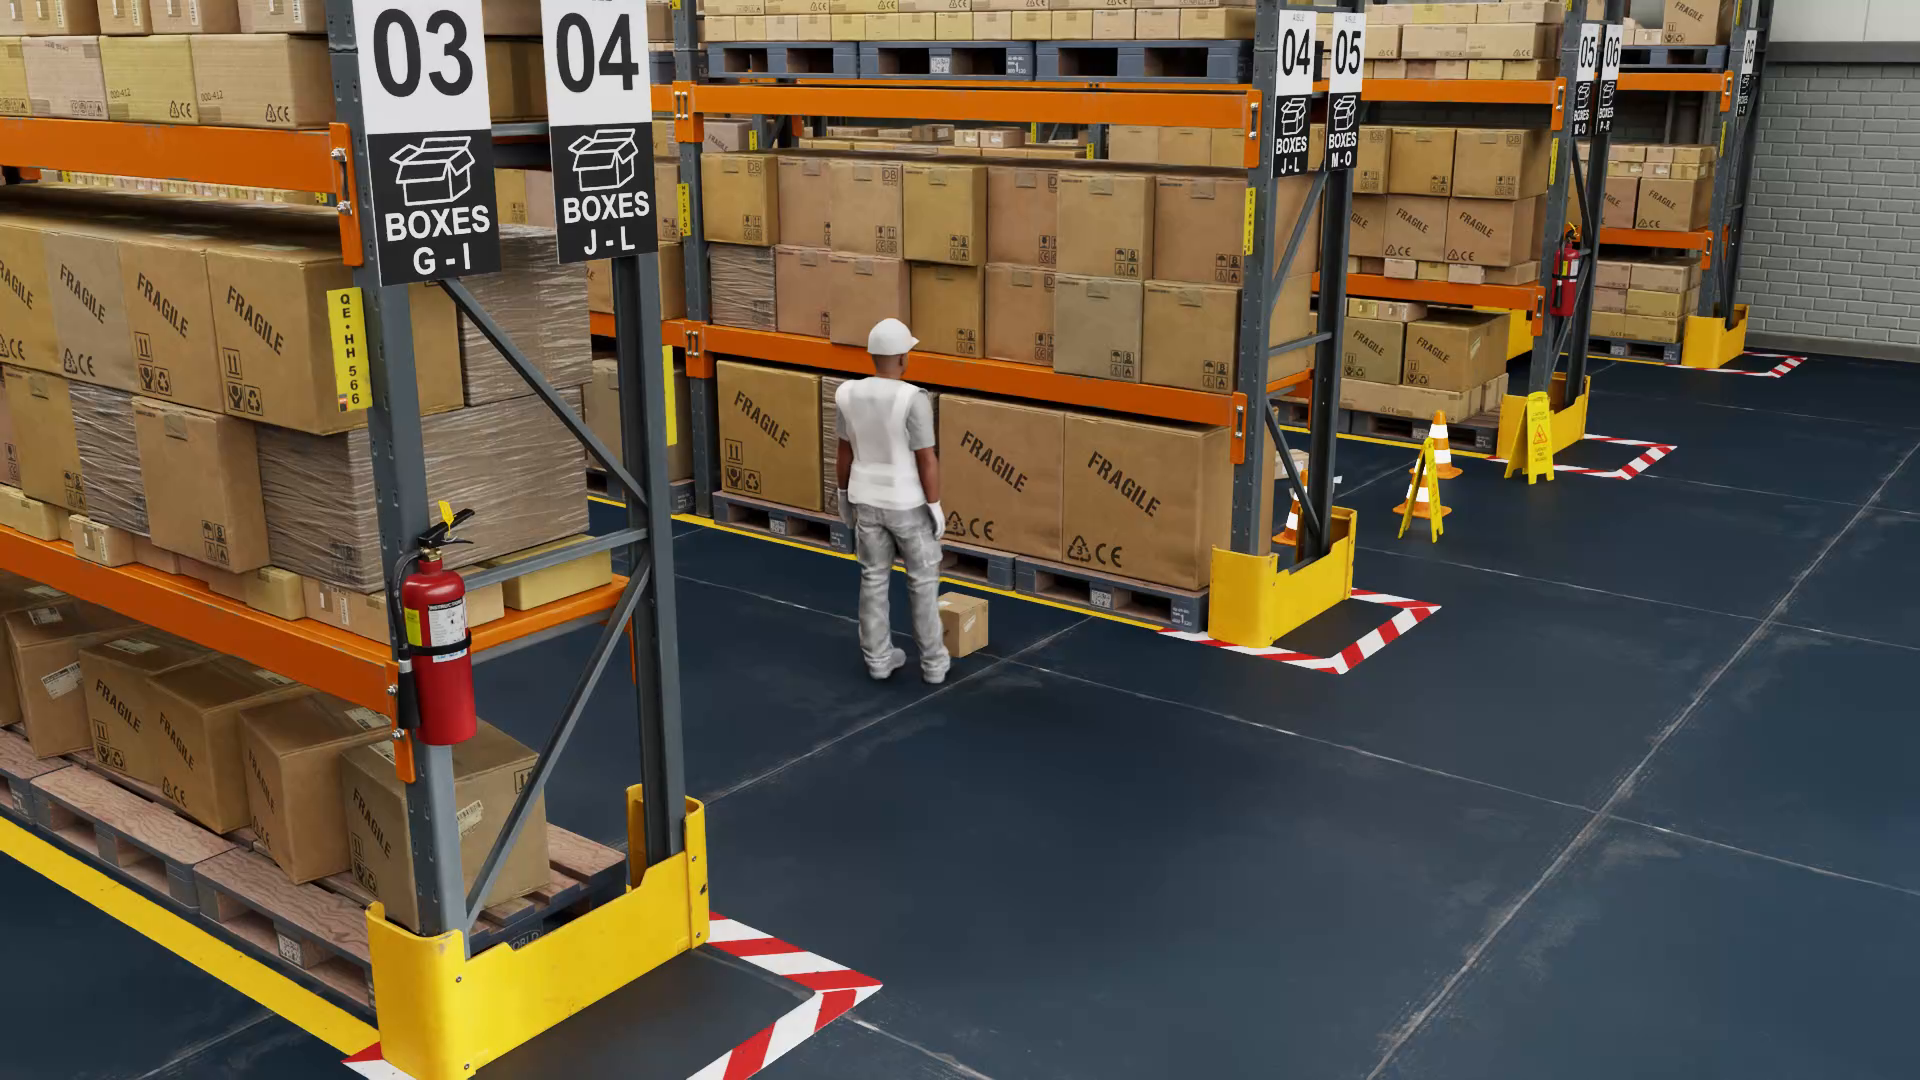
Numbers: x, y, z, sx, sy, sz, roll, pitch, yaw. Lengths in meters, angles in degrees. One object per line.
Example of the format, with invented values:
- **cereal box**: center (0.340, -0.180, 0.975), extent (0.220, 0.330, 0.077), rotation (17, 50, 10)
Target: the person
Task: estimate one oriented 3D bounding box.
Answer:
- **person**: center (-0.313, -0.194, 8.131), extent (0.602, 1.786, 0.414), rotation (9, 19, 28)
